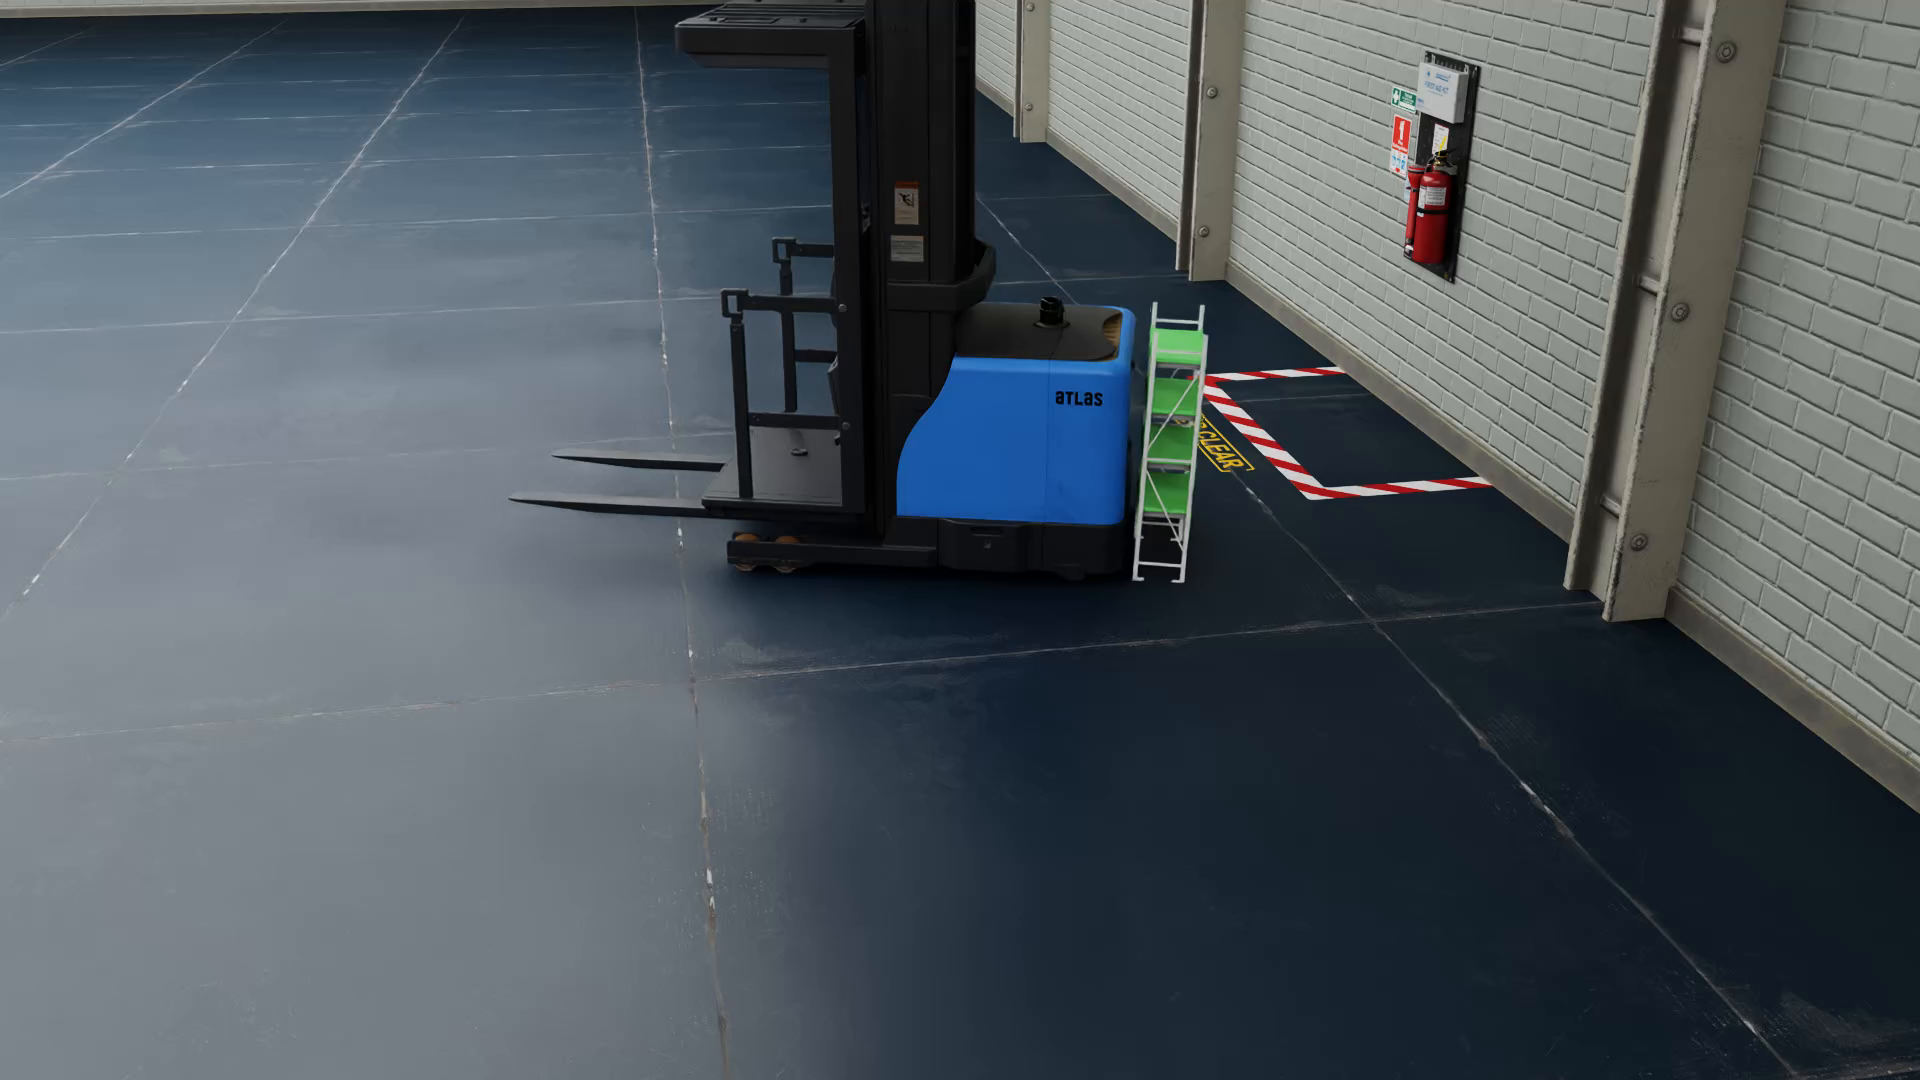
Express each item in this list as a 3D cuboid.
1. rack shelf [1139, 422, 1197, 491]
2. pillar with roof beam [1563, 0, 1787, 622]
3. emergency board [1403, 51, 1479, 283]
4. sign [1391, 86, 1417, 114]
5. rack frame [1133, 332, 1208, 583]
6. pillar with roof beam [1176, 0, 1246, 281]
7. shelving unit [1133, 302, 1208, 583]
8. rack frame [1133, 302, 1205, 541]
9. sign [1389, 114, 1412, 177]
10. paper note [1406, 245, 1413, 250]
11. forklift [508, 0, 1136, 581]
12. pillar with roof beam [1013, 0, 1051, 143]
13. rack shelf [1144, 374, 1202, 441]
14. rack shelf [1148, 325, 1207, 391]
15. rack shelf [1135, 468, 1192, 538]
[{"bbox_3d":[0.974,-0.398,7.810,0.258,0.148,0.480,4,24,4],"label":"rack shelf"},{"bbox_3d":[-1.227,-3.529,5.086,9.100,9.000,0.400,-4,24,-10],"label":"pillar with roof beam"},{"bbox_3d":[2.584,-2.073,9.249,0.194,1.169,0.643,-4,24,-10],"label":"emergency board"},{"bbox_3d":[2.575,-2.555,9.645,0.001,0.109,0.331,-4,24,-10],"label":"sign"},{"bbox_3d":[0.951,-0.359,7.562,0.240,1.200,0.015,4,24,4],"label":"rack frame"},{"bbox_3d":[-2.337,-5.889,10.490,9.100,9.000,0.400,-4,24,-10],"label":"pillar with roof beam"},{"bbox_3d":[0.976,-0.457,7.784,0.258,1.200,0.503,4,24,4],"label":"shelving unit"},{"bbox_3d":[1.000,-0.554,8.007,0.240,1.200,0.015,4,24,4],"label":"rack frame"},{"bbox_3d":[2.583,-2.314,9.757,0.001,0.329,0.234,-4,24,-10],"label":"sign"},{"bbox_3d":[2.619,-1.744,9.596,0.016,0.148,0.142,-4,24,-10],"label":"paper note"},{"bbox_3d":[-0.678,-1.398,7.790,3.031,2.935,1.130,3,24,7],"label":"forklift"},{"bbox_3d":[-3.446,-8.249,15.894,9.100,9.000,0.400,-4,24,-10],"label":"pillar with roof beam"},{"bbox_3d":[0.982,-0.618,7.713,0.258,0.148,0.480,4,24,4],"label":"rack shelf"},{"bbox_3d":[0.991,-0.837,7.616,0.258,0.148,0.480,4,24,4],"label":"rack shelf"},{"bbox_3d":[0.965,-0.179,7.907,0.258,0.148,0.480,4,24,4],"label":"rack shelf"}]
